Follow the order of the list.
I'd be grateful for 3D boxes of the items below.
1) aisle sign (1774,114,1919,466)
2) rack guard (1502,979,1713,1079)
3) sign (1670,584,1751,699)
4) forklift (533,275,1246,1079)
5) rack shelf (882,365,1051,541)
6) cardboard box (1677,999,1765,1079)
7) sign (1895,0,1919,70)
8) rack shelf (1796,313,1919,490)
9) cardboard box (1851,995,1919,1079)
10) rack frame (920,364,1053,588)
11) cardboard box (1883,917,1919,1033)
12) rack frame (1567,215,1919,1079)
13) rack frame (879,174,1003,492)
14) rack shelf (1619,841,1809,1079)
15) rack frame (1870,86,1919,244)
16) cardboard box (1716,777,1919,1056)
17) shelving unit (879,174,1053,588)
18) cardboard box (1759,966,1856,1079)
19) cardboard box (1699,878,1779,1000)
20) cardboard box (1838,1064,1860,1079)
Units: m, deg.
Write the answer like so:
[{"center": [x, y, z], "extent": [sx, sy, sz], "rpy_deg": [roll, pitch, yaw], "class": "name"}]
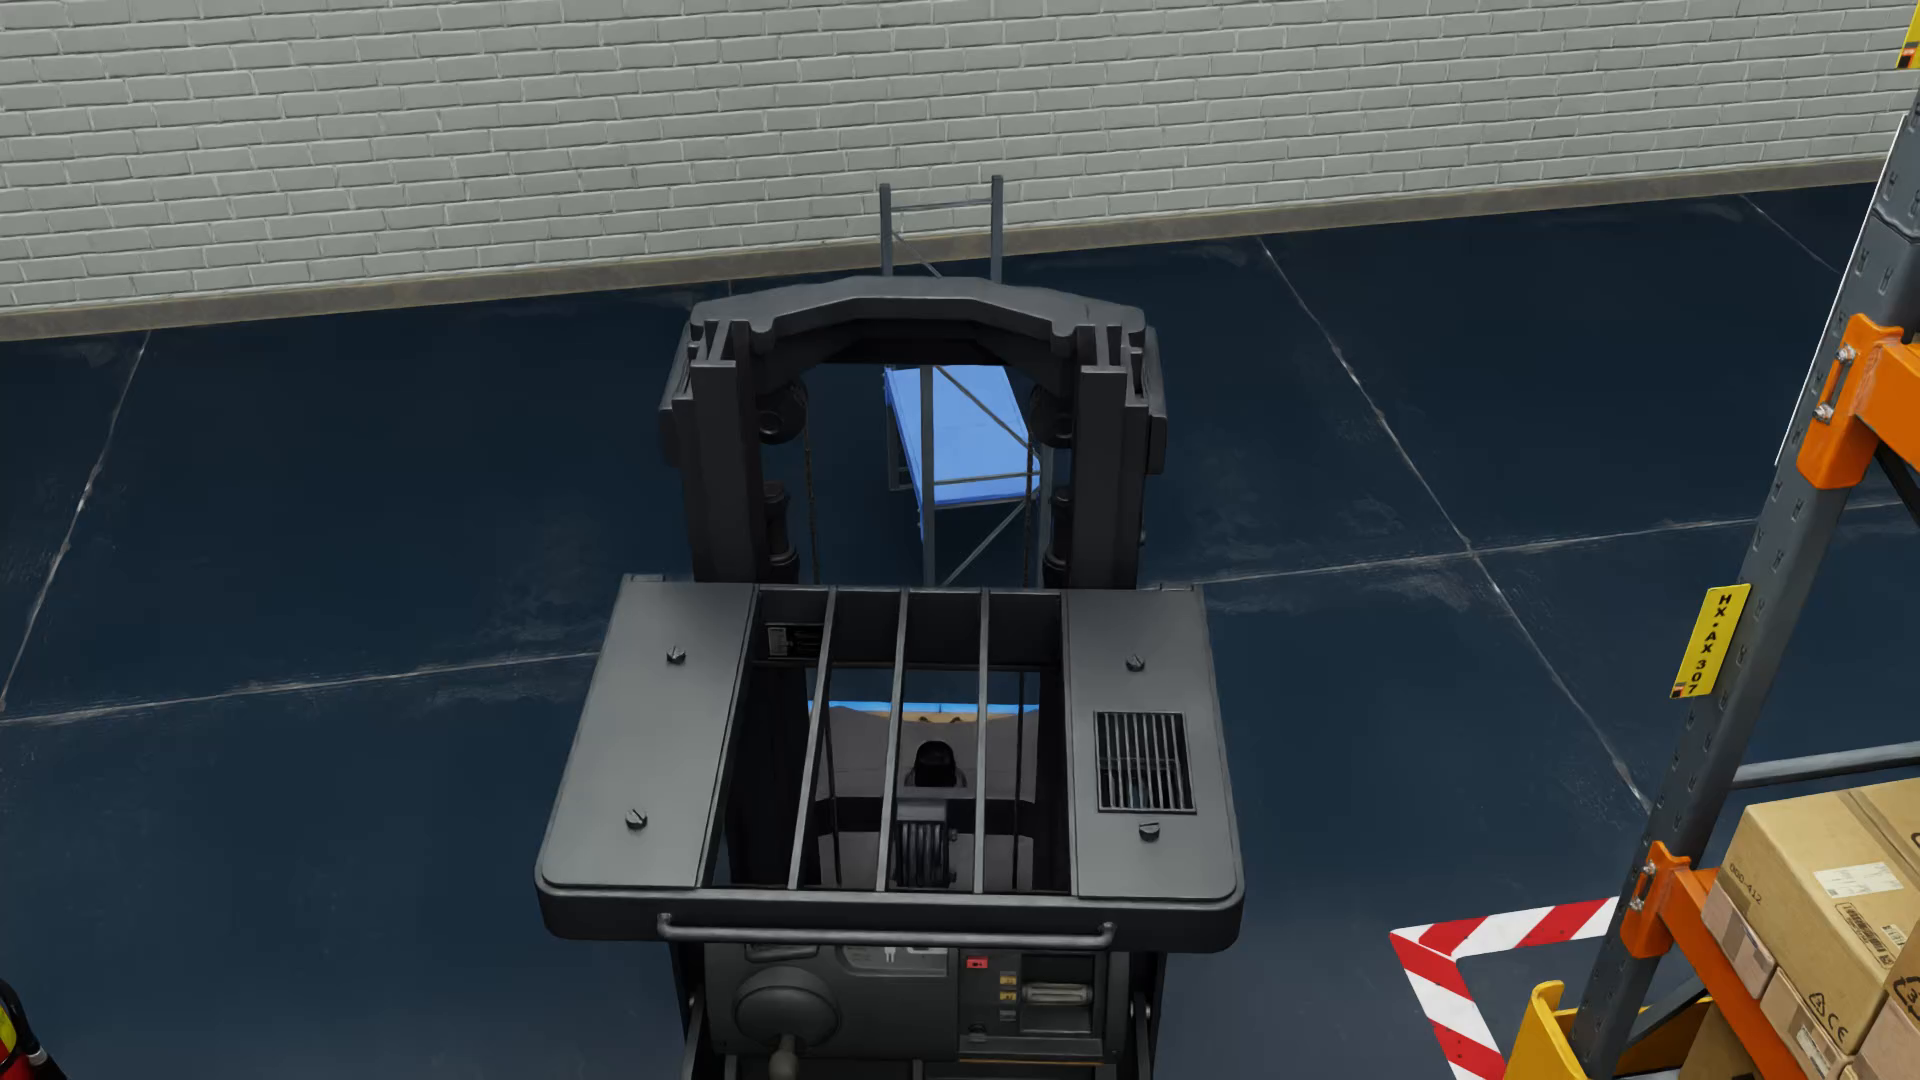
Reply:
[{"center": [1.924, -0.490, 3.317], "extent": [0.394, 0.787, 0.004], "rpy_deg": [-6, 38, -8], "class": "aisle sign"}, {"center": [2.228, 1.520, 4.886], "extent": [1.175, 0.500, 0.348], "rpy_deg": [-6, 38, -8], "class": "rack guard"}, {"center": [1.685, 0.231, 3.738], "extent": [0.100, 0.325, 0.005], "rpy_deg": [-6, 38, -8], "class": "sign"}, {"center": [-0.098, 1.069, 3.485], "extent": [1.130, 2.935, 3.031], "rpy_deg": [1, 38, 1], "class": "forklift"}, {"center": [0.015, -0.399, 6.834], "extent": [0.538, 0.185, 1.000], "rpy_deg": [-6, 38, -8], "class": "rack shelf"}, {"center": [2.423, 1.599, 4.137], "extent": [0.875, 0.875, 0.875], "rpy_deg": [-6, 38, -8], "class": "cardboard box"}, {"center": [1.685, -0.957, 2.815], "extent": [0.100, 0.325, 0.005], "rpy_deg": [-6, 38, -8], "class": "sign"}, {"center": [2.583, 0.855, 1.846], "extent": [1.077, 0.370, 4.000], "rpy_deg": [-6, 38, -8], "class": "rack shelf"}, {"center": [2.148, 1.122, 3.241], "extent": [0.500, 0.250, 0.500], "rpy_deg": [-7, 38, -9], "class": "cardboard box"}, {"center": [0.104, -0.234, 6.328], "extent": [0.500, 1.500, 0.032], "rpy_deg": [-6, 38, -8], "class": "rack frame"}, {"center": [2.138, 0.814, 3.025], "extent": [0.500, 0.500, 0.500], "rpy_deg": [-7, 38, -9], "class": "cardboard box"}, {"center": [2.232, 0.548, 4.100], "extent": [1.000, 3.000, 0.127], "rpy_deg": [-6, 38, -8], "class": "rack frame"}, {"center": [-0.074, -0.848, 7.119], "extent": [0.500, 1.500, 0.032], "rpy_deg": [-6, 38, -8], "class": "rack frame"}, {"center": [2.583, 2.040, 2.766], "extent": [1.077, 0.370, 4.000], "rpy_deg": [-6, 38, -8], "class": "rack shelf"}, {"center": [2.232, -1.821, 2.260], "extent": [1.000, 3.000, 0.127], "rpy_deg": [-6, 38, -8], "class": "rack frame"}, {"center": [2.050, 0.808, 3.644], "extent": [0.500, 0.250, 0.500], "rpy_deg": [-7, 38, -9], "class": "cardboard box"}, {"center": [0.015, -0.541, 6.724], "extent": [0.538, 1.500, 1.048], "rpy_deg": [-6, 38, -8], "class": "shelving unit"}, {"center": [2.016, 1.052, 3.656], "extent": [0.380, 0.149, 0.250], "rpy_deg": [-7, 38, -9], "class": "cardboard box"}, {"center": [1.970, 0.897, 3.855], "extent": [0.380, 0.149, 0.250], "rpy_deg": [-6, 38, -7], "class": "cardboard box"}, {"center": [2.061, 1.206, 3.457], "extent": [0.380, 0.149, 0.250], "rpy_deg": [-7, 38, -9], "class": "cardboard box"}]
